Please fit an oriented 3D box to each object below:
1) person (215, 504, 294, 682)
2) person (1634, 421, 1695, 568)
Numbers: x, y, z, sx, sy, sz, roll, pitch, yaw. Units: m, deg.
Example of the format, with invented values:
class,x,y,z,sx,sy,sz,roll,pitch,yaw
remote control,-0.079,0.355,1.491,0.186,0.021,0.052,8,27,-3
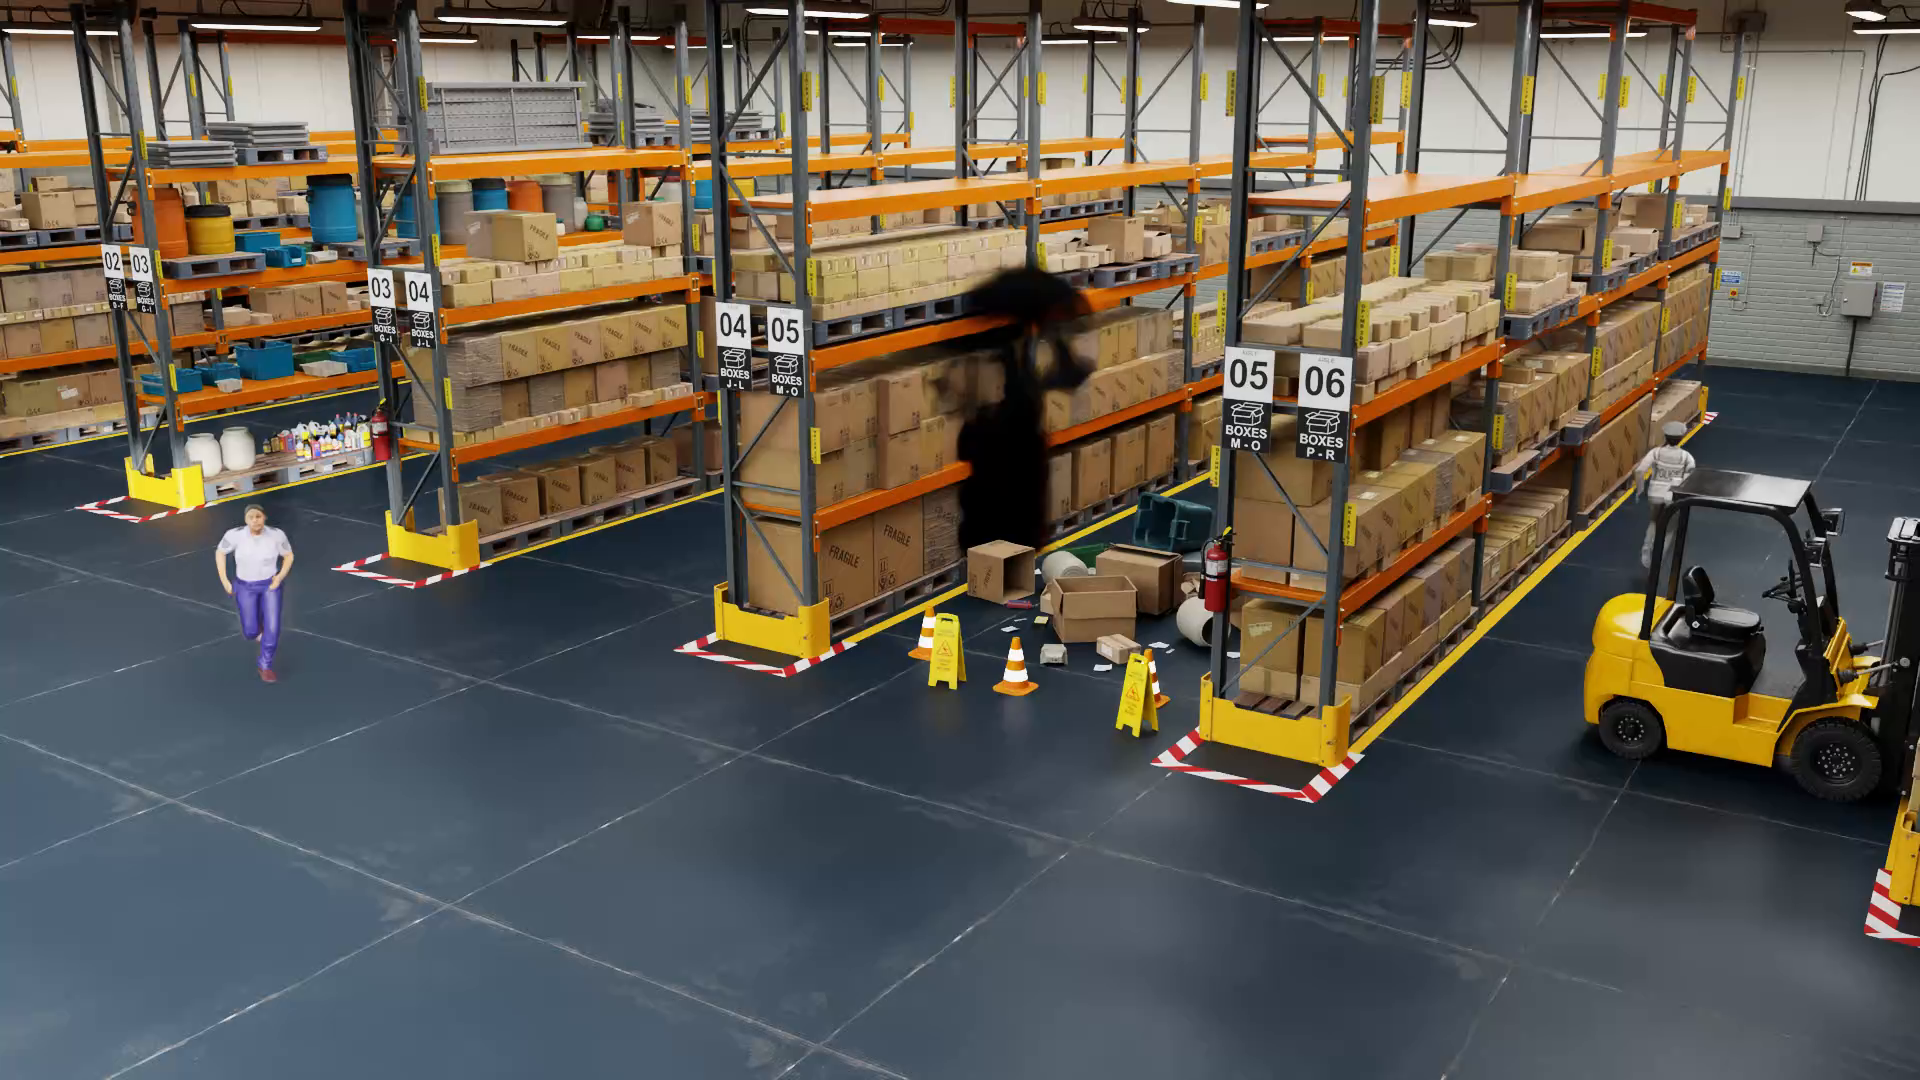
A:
class,x,y,z,sx,sy,sz,roll,pitch,yaw
person,-6.234,0.432,14.786,0.636,1.613,0.669,-7,17,-24
person,7.537,-0.495,17.779,0.588,1.572,0.618,9,18,30
